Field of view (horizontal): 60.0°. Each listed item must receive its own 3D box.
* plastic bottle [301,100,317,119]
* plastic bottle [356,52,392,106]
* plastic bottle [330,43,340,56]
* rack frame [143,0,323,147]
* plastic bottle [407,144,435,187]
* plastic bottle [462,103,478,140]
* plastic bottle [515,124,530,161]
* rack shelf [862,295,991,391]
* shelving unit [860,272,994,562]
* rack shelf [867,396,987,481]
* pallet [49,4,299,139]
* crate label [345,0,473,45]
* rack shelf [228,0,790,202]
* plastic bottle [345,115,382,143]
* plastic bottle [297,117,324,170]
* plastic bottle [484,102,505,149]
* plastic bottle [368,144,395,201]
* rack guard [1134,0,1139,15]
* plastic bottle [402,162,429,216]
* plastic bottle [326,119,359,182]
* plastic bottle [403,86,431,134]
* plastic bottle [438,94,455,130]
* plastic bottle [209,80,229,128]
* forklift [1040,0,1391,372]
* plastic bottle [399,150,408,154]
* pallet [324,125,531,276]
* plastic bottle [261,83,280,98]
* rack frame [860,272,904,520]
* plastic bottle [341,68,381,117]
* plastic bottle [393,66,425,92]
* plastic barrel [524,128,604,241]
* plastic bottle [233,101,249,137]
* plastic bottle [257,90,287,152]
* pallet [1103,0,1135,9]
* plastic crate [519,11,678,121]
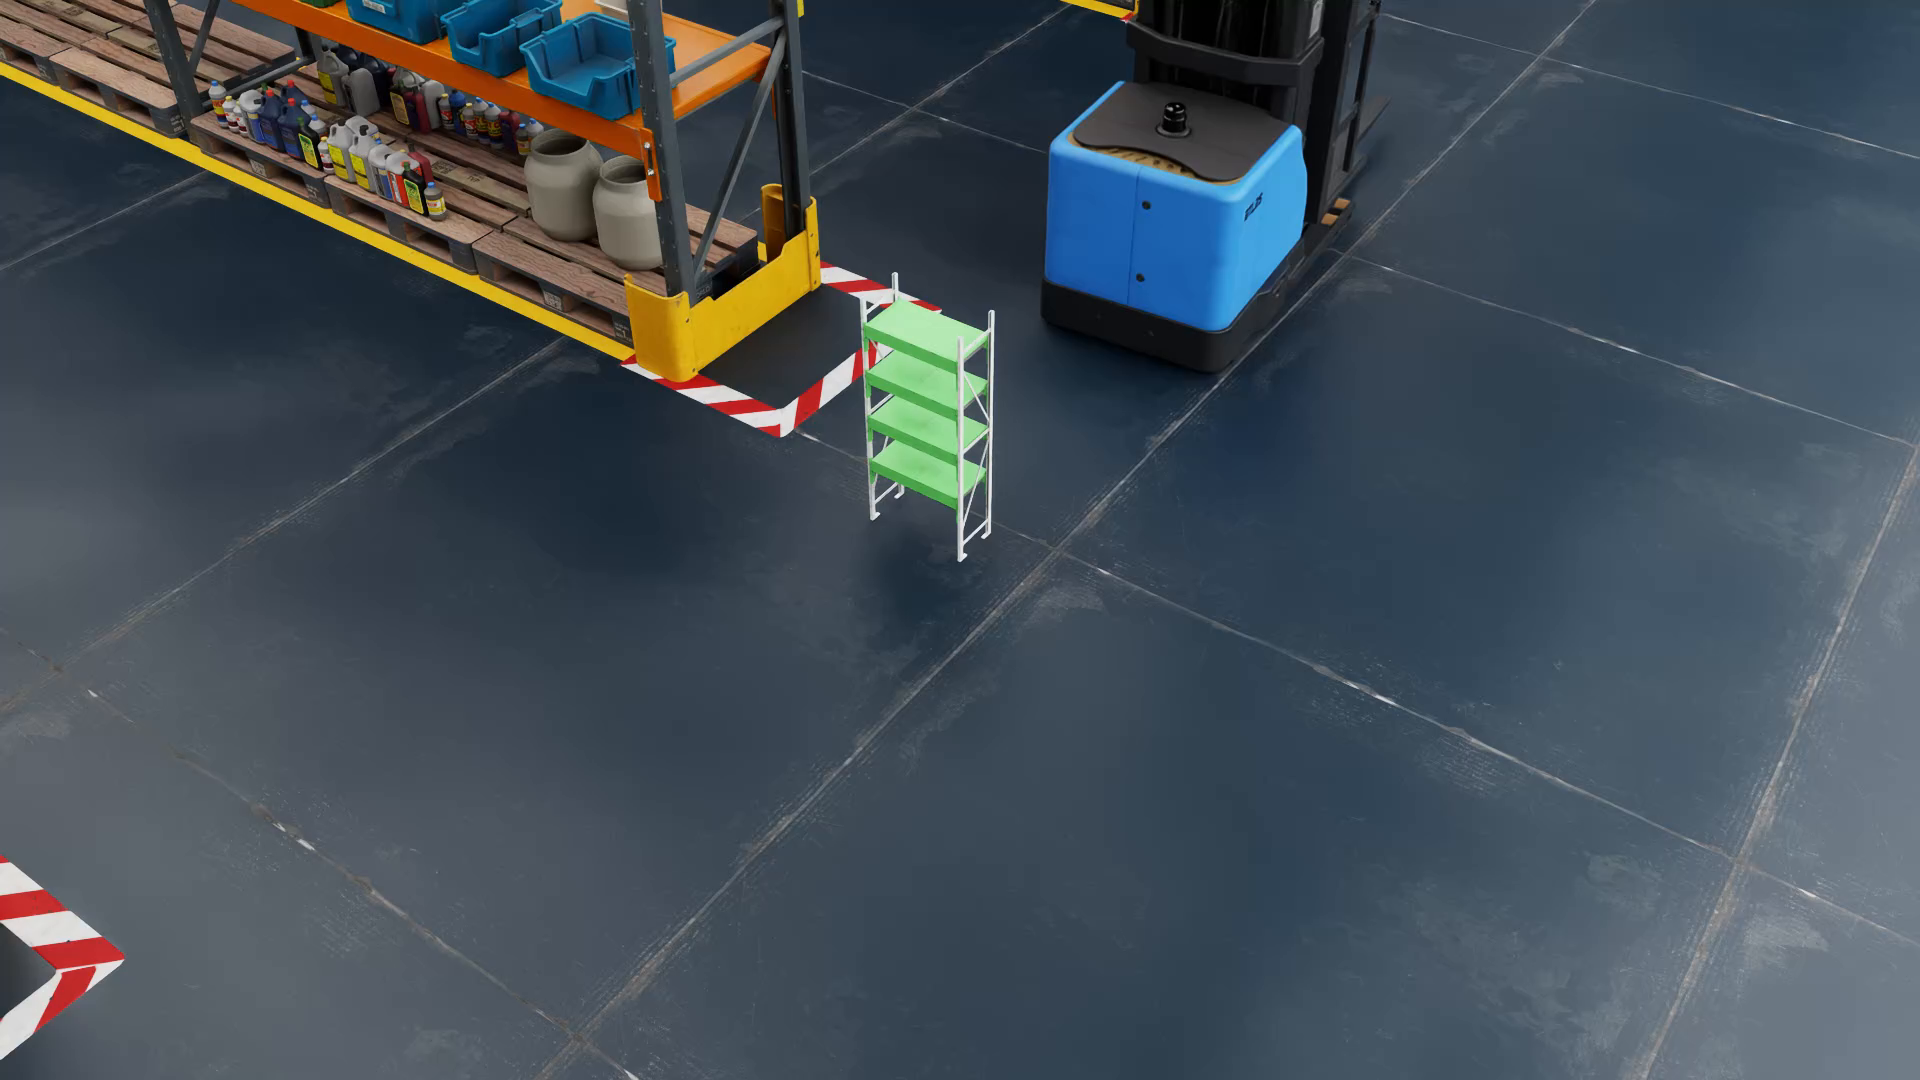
[{"bbox_3d":[-3.782,-2.429,9.679,0.097,0.271,0.097,0,42,0],"label":"plastic bottle"},{"bbox_3d":[-3.542,-2.821,10.058,0.185,0.351,0.144,23,47,23],"label":"plastic bottle"},{"bbox_3d":[-3.809,-2.954,10.258,0.133,0.283,0.061,27,49,27],"label":"plastic bottle"},{"bbox_3d":[-4.392,-3.807,9.503,0.127,3.000,1.000,25,48,25],"label":"rack frame"},{"bbox_3d":[-3.003,-2.061,9.259,0.133,0.283,0.061,25,48,25],"label":"plastic bottle"},{"bbox_3d":[-2.866,-2.468,9.776,0.097,0.201,0.097,0,42,0],"label":"plastic bottle"},{"bbox_3d":[-2.508,-2.300,9.588,0.097,0.201,0.097,0,42,0],"label":"plastic bottle"},{"bbox_3d":[-0.136,-0.821,6.892,0.480,0.148,0.258,25,48,25],"label":"rack shelf"},{"bbox_3d":[-0.136,-0.511,7.169,0.503,1.200,0.258,25,48,25],"label":"shelving unit"},{"bbox_3d":[-0.136,-0.463,7.212,0.480,0.148,0.258,25,48,25],"label":"rack shelf"},{"bbox_3d":[-5.057,-3.047,10.745,1.213,0.211,1.003,25,48,25],"label":"pallet"},{"bbox_3d":[-2.780,-2.845,8.402,0.616,0.435,0.502,25,48,25],"label":"crate label"},{"bbox_3d":[-2.755,-2.773,8.887,4.000,0.370,1.077,25,48,25],"label":"rack shelf"},{"bbox_3d":[-3.403,-2.276,9.505,0.135,0.276,0.152,25,48,25],"label":"plastic bottle"},{"bbox_3d":[-3.704,-2.265,9.487,0.133,0.283,0.061,27,48,27],"label":"plastic bottle"},{"bbox_3d":[-2.703,-2.418,9.667,0.097,0.271,0.097,0,42,0],"label":"plastic bottle"},{"bbox_3d":[-3.177,-2.053,9.255,0.135,0.276,0.152,24,47,24],"label":"plastic bottle"},{"bbox_3d":[1.664,-4.077,11.680,0.348,0.500,1.175,25,48,25],"label":"rack guard"},{"bbox_3d":[-2.979,-1.926,9.108,0.133,0.283,0.061,26,48,26],"label":"plastic bottle"},{"bbox_3d":[-3.467,-2.213,9.378,0.185,0.351,0.144,25,47,25],"label":"plastic bottle"},{"bbox_3d":[-3.208,-2.549,9.805,0.133,0.283,0.061,25,48,25],"label":"plastic bottle"},{"bbox_3d":[-3.035,-2.547,9.864,0.097,0.201,0.097,0,42,0],"label":"plastic bottle"},{"bbox_3d":[-4.383,-2.593,9.862,0.097,0.271,0.097,0,42,0],"label":"plastic bottle"},{"bbox_3d":[1.597,-2.901,8.542,1.130,2.935,3.031,21,46,22],"label":"forklift"},{"bbox_3d":[-3.121,-2.100,9.364,0.097,0.201,0.097,0,42,0],"label":"plastic bottle"},{"bbox_3d":[-2.863,-2.021,9.599,1.213,0.211,1.003,25,48,25],"label":"pallet"},{"bbox_3d":[-4.042,-2.547,9.802,0.133,0.283,0.061,25,48,25],"label":"plastic bottle"},{"bbox_3d":[-0.335,-0.604,7.273,0.015,1.200,0.240,25,48,25],"label":"rack frame"},{"bbox_3d":[-3.607,-2.702,9.982,0.135,0.276,0.152,25,48,25],"label":"plastic bottle"},{"bbox_3d":[-3.278,-2.697,9.920,0.185,0.351,0.144,25,47,25],"label":"plastic bottle"},{"bbox_3d":[-2.110,-1.907,8.931,0.421,0.512,0.421,0,42,0],"label":"plastic barrel"},{"bbox_3d":[-4.217,-2.489,9.799,0.097,0.201,0.097,0,42,0],"label":"plastic bottle"},{"bbox_3d":[-3.970,-2.448,9.641,0.185,0.351,0.144,26,48,26],"label":"plastic bottle"},{"bbox_3d":[1.020,-4.300,12.145,1.213,0.211,1.003,25,48,25],"label":"pallet"},{"bbox_3d":[-1.699,-2.248,7.873,0.616,0.251,0.499,25,48,25],"label":"plastic crate"}]
